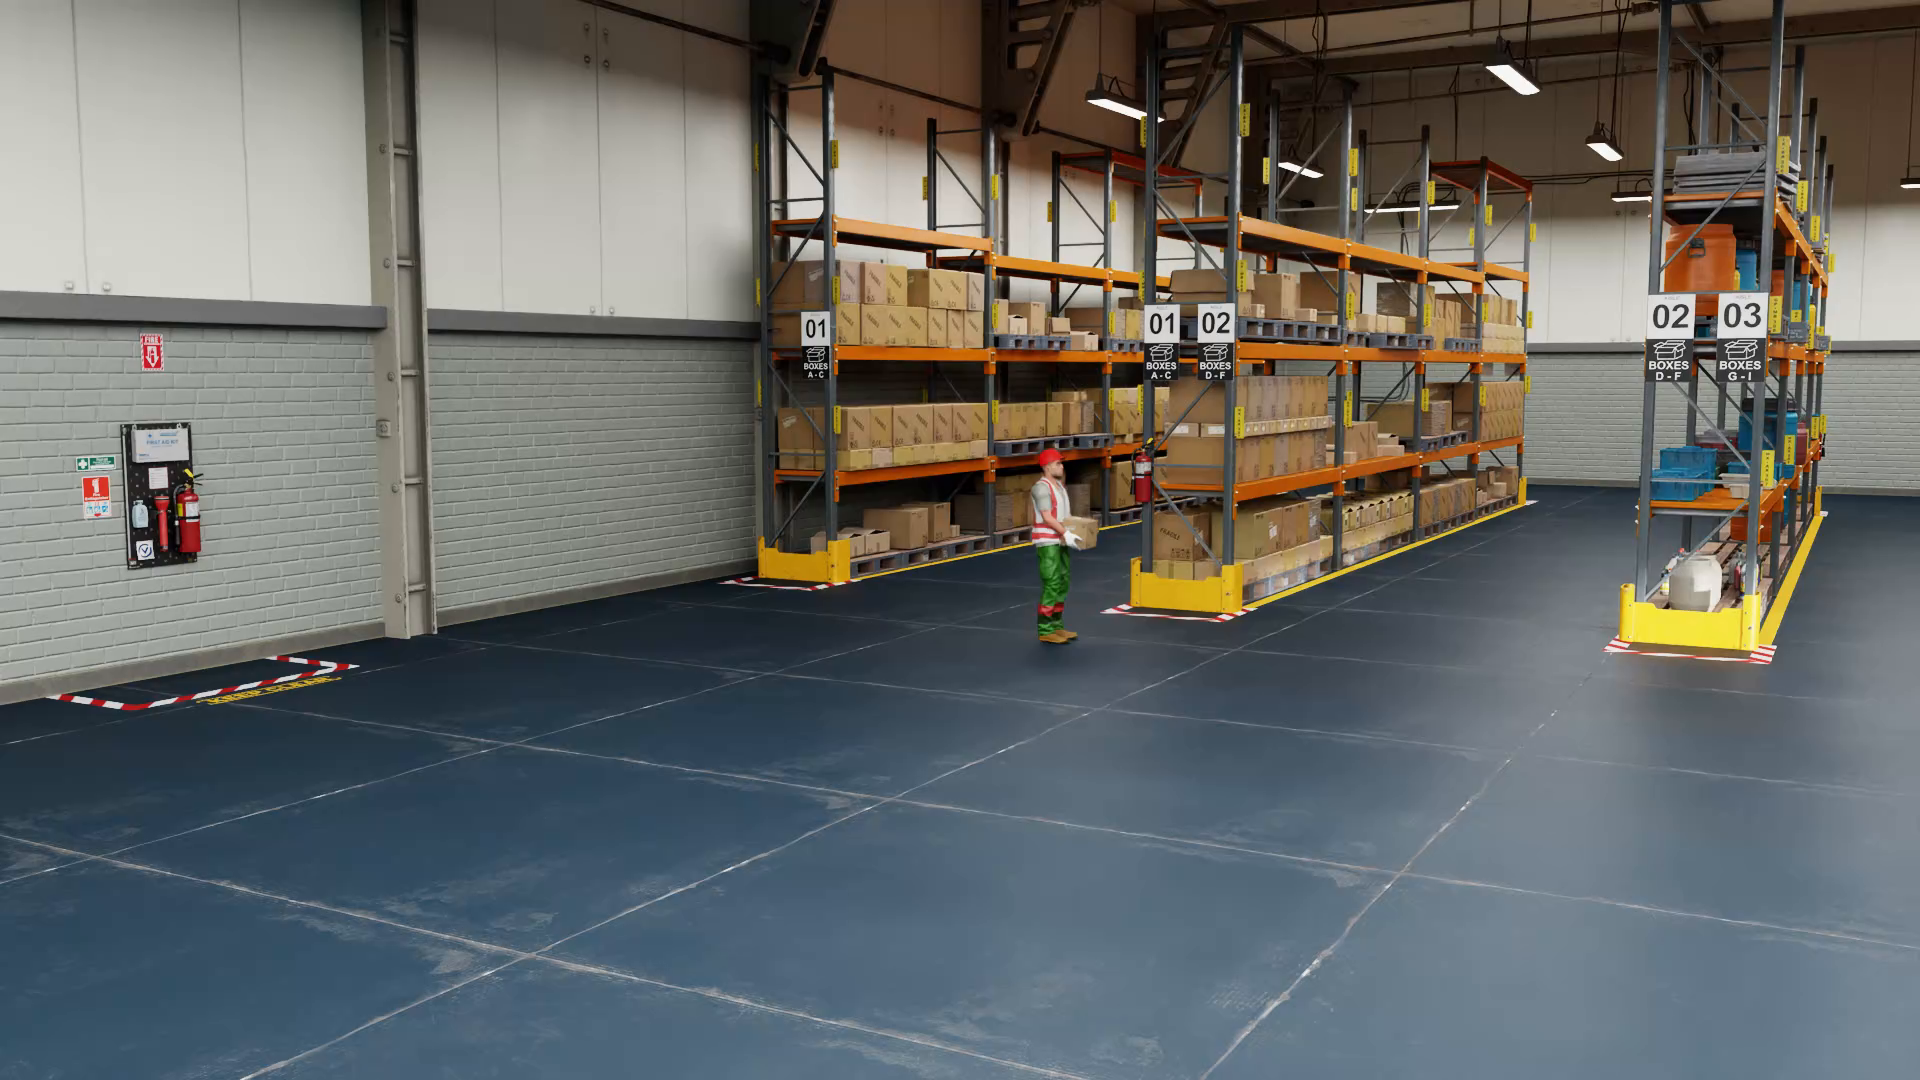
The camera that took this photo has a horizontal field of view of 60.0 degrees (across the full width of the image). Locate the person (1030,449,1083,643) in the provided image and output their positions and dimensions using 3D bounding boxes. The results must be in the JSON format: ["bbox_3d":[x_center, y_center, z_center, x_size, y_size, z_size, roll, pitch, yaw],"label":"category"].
[{"bbox_3d":[0.950,0.051,15.445,0.547,1.793,0.519,3,7,28],"label":"person"}]
